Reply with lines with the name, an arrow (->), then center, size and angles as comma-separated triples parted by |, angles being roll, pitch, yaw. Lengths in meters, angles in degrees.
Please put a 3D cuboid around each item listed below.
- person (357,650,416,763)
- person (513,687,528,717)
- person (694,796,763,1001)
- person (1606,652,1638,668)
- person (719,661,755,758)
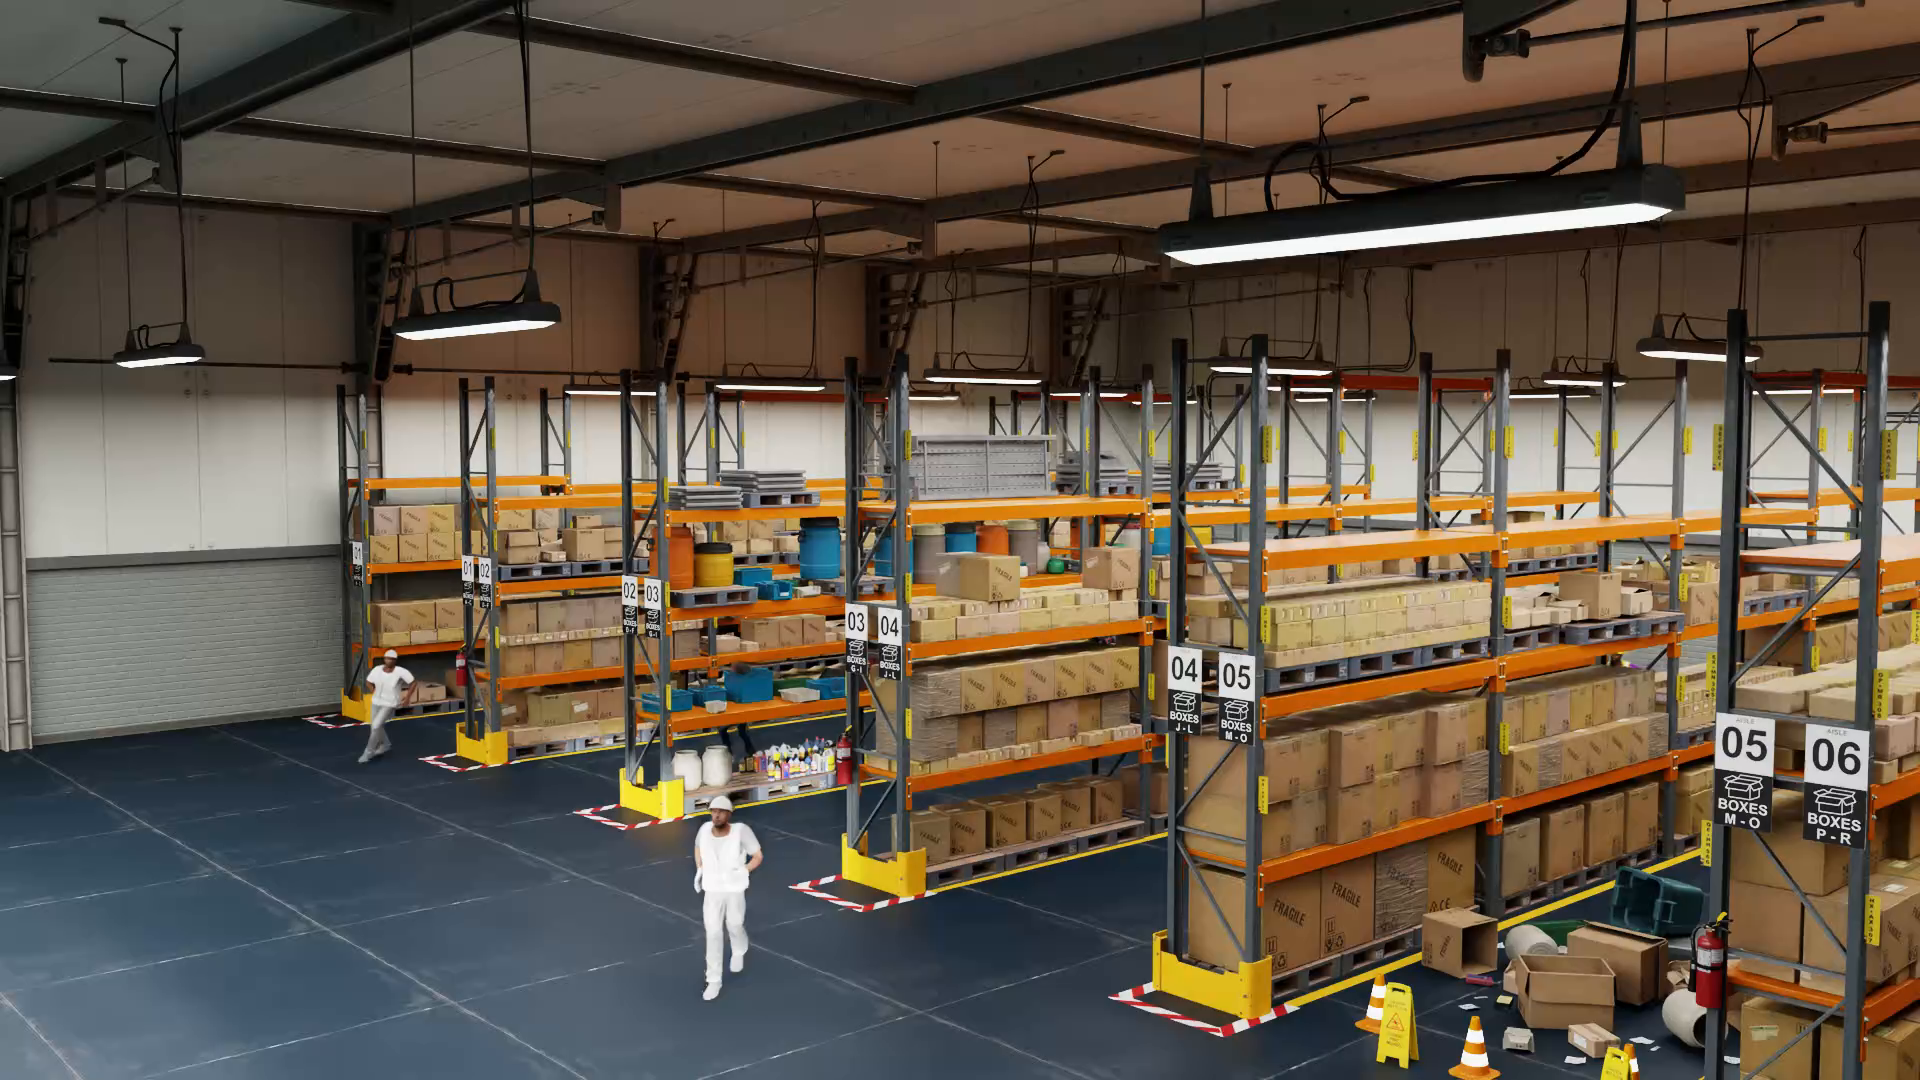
person -> -9.055, 2.590, 26.112 | 0.691, 1.735, 0.801 | 1, 4, 19
person -> -7.609, 2.445, 28.502 | 0.641, 1.728, 0.658 | 4, 5, 43
person -> -2.153, 3.239, 15.403 | 0.675, 1.789, 0.923 | 0, 4, 4
person -> 10.495, 2.541, 26.581 | 0.674, 1.736, 0.756 | 4, 5, 45
person -> -3.456, 2.684, 25.594 | 0.503, 1.644, 0.710 | 3, 5, 34
